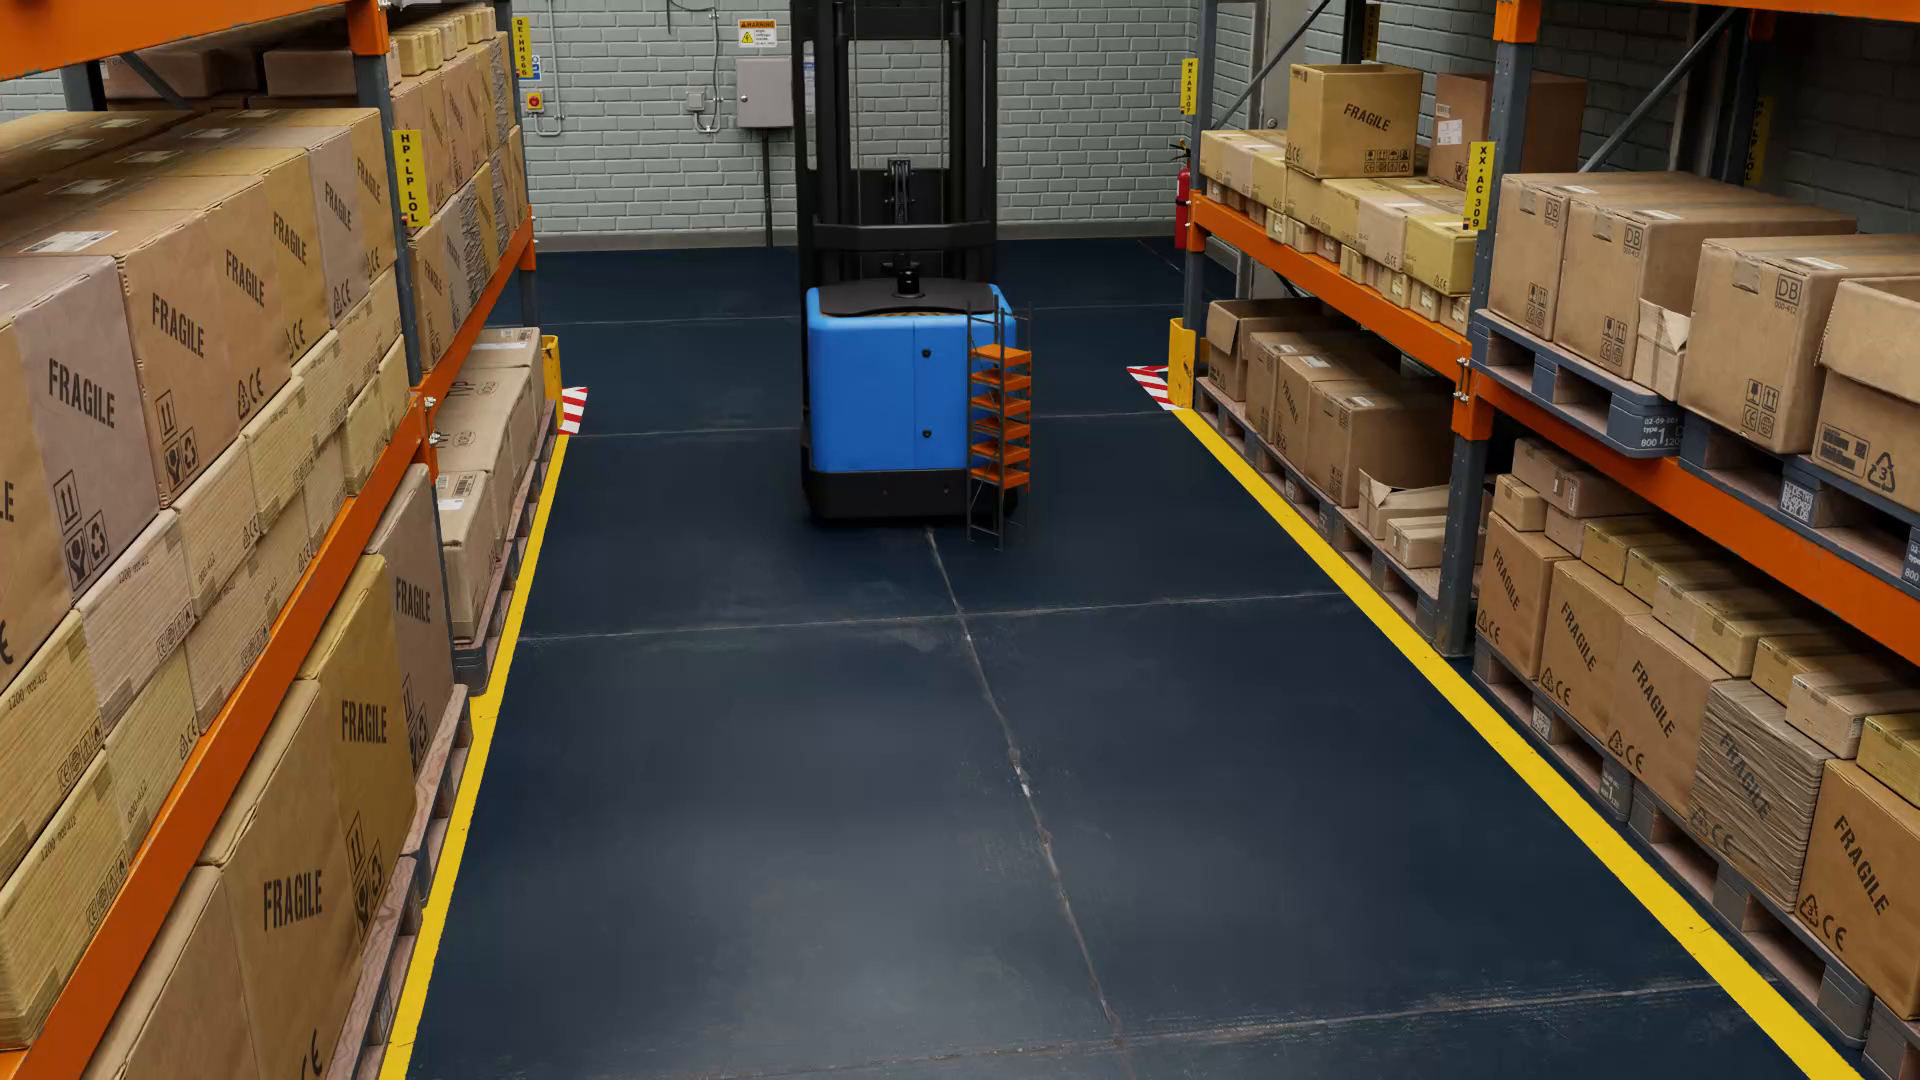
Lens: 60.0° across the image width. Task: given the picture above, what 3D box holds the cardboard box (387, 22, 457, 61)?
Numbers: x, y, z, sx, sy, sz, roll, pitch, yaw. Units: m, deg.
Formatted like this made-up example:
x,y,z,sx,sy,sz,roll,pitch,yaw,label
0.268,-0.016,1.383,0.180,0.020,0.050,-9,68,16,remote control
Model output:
x,y,z,sx,sy,sz,roll,pitch,yaw,label
-2.411,-2.173,7.249,0.380,0.149,0.250,-3,21,-8,cardboard box

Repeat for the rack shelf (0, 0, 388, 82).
x,y,z,sx,sy,sz,roll,pitch,yaw,label
-2.133,-1.079,3.560,1.077,0.370,4.000,-3,21,-8,rack shelf

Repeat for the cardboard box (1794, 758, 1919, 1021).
x,y,z,sx,sy,sz,roll,pitch,yaw,label
2.653,0.914,4.455,0.500,0.500,0.500,-2,21,-5,cardboard box

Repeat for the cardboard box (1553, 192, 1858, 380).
x,y,z,sx,sy,sz,roll,pitch,yaw,label
2.413,-0.841,5.437,0.700,0.500,0.500,-3,21,-7,cardboard box

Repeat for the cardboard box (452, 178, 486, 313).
x,y,z,sx,sy,sz,roll,pitch,yaw,label
-2.364,-1.273,7.195,0.500,0.500,0.500,-3,21,-7,cardboard box

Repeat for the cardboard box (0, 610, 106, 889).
x,y,z,sx,sy,sz,roll,pitch,yaw,label
-1.673,0.330,2.547,0.500,0.250,0.500,-3,21,-8,cardboard box

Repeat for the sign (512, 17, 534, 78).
x,y,z,sx,sy,sz,roll,pitch,yaw,label
-2.459,-2.764,9.337,0.100,0.325,0.005,-3,21,-8,sign

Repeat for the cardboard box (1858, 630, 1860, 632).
x,y,z,sx,sy,sz,roll,pitch,yaw,label
3.057,0.274,5.241,0.380,0.149,0.250,-3,21,-7,cardboard box

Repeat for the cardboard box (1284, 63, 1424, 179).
x,y,z,sx,sy,sz,roll,pitch,yaw,label
1.929,-2.071,8.190,0.500,0.500,0.500,-2,21,-6,cardboard box

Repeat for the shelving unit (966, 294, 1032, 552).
x,y,z,sx,sy,sz,roll,pitch,yaw,label
0.186,-0.556,7.990,0.189,1.200,0.258,-19,28,-41,shelving unit

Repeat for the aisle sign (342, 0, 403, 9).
x,y,z,sx,sy,sz,roll,pitch,yaw,label
-3.295,-3.317,9.094,0.394,0.787,0.004,-3,21,-8,aisle sign

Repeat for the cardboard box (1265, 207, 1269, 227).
x,y,z,sx,sy,sz,roll,pitch,yaw,label
1.864,-1.738,8.940,0.380,0.149,0.250,-3,21,-7,cardboard box

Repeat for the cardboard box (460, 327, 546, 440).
x,y,z,sx,sy,sz,roll,pitch,yaw,label
-2.804,-0.861,9.297,0.875,0.438,0.875,-4,21,-10,cardboard box

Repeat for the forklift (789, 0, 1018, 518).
x,y,z,sx,sy,sz,roll,pitch,yaw,label
-0.370,-1.955,9.260,1.130,2.935,3.031,-2,21,-5,forklift

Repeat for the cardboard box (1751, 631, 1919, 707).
x,y,z,sx,sy,sz,roll,pitch,yaw,label
2.596,0.394,4.920,0.380,0.149,0.250,-3,21,-8,cardboard box

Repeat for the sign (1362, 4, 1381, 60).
x,y,z,sx,sy,sz,roll,pitch,yaw,label
2.465,-3.052,9.993,0.100,0.325,0.005,-3,21,-8,sign

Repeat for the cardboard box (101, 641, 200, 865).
x,y,z,sx,sy,sz,roll,pitch,yaw,label
-1.758,0.393,3.092,0.500,0.250,0.500,-4,21,-9,cardboard box

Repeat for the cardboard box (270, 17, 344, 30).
x,y,z,sx,sy,sz,roll,pitch,yaw,label
-3.048,-2.321,7.644,0.380,0.149,0.250,-3,21,-7,cardboard box

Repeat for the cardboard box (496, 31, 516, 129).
x,y,z,sx,sy,sz,roll,pitch,yaw,label
-2.693,-2.449,8.914,0.500,0.500,0.500,-2,21,-6,cardboard box

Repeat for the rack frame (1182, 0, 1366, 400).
x,y,z,sx,sy,sz,roll,pitch,yaw,label
1.913,-2.340,10.195,1.000,3.000,0.127,-3,21,-8,rack frame

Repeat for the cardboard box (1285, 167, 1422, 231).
x,y,z,sx,sy,sz,roll,pitch,yaw,label
1.956,-1.713,8.304,0.500,0.250,0.500,-3,21,-9,cardboard box

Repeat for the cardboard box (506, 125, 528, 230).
x,y,z,sx,sy,sz,roll,pitch,yaw,label
-2.666,-1.982,9.092,0.500,0.500,0.500,-3,21,-7,cardboard box

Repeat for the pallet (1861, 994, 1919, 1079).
x,y,z,sx,sy,sz,roll,pitch,yaw,label
2.996,1.476,3.964,1.003,0.211,1.213,-3,21,-8,pallet

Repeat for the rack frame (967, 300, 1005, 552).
x,y,z,sx,sy,sz,roll,pitch,yaw,label
0.120,-0.534,7.930,0.006,1.200,0.240,-19,28,-41,rack frame

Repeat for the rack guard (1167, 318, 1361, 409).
x,y,z,sx,sy,sz,roll,pitch,yaw,label
1.924,-1.143,10.561,1.175,0.500,0.348,-3,21,-8,rack guard

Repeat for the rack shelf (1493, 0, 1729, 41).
x,y,z,sx,sy,sz,roll,pitch,yaw,label
2.202,-2.716,7.942,1.077,0.370,4.000,-3,21,-8,rack shelf

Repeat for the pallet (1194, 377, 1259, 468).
x,y,z,sx,sy,sz,roll,pitch,yaw,label
2.040,-0.731,9.873,1.003,0.211,1.213,-3,21,-8,pallet

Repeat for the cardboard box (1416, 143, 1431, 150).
x,y,z,sx,sy,sz,roll,pitch,yaw,label
2.315,-2.085,9.300,0.500,0.250,0.500,-3,21,-8,cardboard box

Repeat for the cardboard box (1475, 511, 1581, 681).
x,y,z,sx,sy,sz,roll,pitch,yaw,label
2.337,0.198,6.372,0.500,0.500,0.500,-2,21,-5,cardboard box

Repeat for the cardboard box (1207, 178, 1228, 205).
x,y,z,sx,sy,sz,roll,pitch,yaw,label
1.689,-2.095,9.897,0.380,0.149,0.250,-3,21,-8,cardboard box

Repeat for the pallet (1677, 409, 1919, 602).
x,y,z,sx,sy,sz,roll,pitch,yaw,label
2.782,-0.153,4.614,1.003,0.211,1.213,-3,21,-8,pallet

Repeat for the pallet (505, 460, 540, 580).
x,y,z,sx,sy,sz,roll,pitch,yaw,label
-2.633,-0.088,8.150,1.003,0.211,1.213,-3,21,-8,pallet

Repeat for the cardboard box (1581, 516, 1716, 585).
x,y,z,sx,sy,sz,roll,pitch,yaw,label
2.443,0.033,5.886,0.380,0.149,0.250,-4,21,-11,cardboard box

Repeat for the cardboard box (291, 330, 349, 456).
x,y,z,sx,sy,sz,roll,pitch,yaw,label
-1.957,-0.375,4.434,0.500,0.250,0.500,-2,21,-6,cardboard box

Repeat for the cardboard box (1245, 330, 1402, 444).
x,y,z,sx,sy,sz,roll,pitch,yaw,label
1.993,-0.851,9.181,0.700,0.500,0.500,-2,21,-6,cardboard box

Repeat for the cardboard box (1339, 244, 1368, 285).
x,y,z,sx,sy,sz,roll,pitch,yaw,label
1.998,-1.292,7.748,0.380,0.149,0.250,-3,21,-9,cardboard box

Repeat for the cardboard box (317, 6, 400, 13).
x,y,z,sx,sy,sz,roll,pitch,yaw,label
-3.112,-2.684,8.615,0.380,0.149,0.250,-2,21,-6,cardboard box

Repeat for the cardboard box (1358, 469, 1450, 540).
x,y,z,sx,sy,sz,roll,pitch,yaw,label
2.068,-0.173,7.699,0.396,0.266,0.258,-2,21,-6,cardboard box

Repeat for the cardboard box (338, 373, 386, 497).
x,y,z,sx,sy,sz,roll,pitch,yaw,label
-2.035,-0.314,4.985,0.500,0.250,0.500,-3,21,-9,cardboard box

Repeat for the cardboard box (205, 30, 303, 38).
x,y,z,sx,sy,sz,roll,pitch,yaw,label
-2.863,-1.968,6.700,0.380,0.149,0.250,-3,21,-8,cardboard box

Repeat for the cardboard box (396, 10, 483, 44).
x,y,z,sx,sy,sz,roll,pitch,yaw,label
-2.572,-2.532,8.210,0.380,0.149,0.250,-2,21,-7,cardboard box

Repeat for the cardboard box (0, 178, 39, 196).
x,y,z,sx,sy,sz,roll,pitch,yaw,label
-2.391,-0.525,3.762,0.500,0.500,0.500,-3,21,-9,cardboard box

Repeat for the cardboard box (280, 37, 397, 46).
x,y,z,sx,sy,sz,roll,pitch,yaw,label
-2.341,-1.819,6.301,0.380,0.149,0.250,-3,21,-8,cardboard box

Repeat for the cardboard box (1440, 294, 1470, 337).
x,y,z,sx,sy,sz,roll,pitch,yaw,label
2.194,-0.935,6.792,0.380,0.149,0.250,-3,21,-7,cardboard box

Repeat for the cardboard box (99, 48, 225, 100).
x,y,z,sx,sy,sz,roll,pitch,yaw,label
-2.781,-1.613,5.749,0.380,0.149,0.250,-3,21,-9,cardboard box

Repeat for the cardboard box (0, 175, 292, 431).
x,y,z,sx,sy,sz,roll,pitch,yaw,label
-1.883,-0.543,3.811,0.500,0.500,0.500,-3,21,-7,cardboard box

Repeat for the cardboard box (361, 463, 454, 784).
x,y,z,sx,sy,sz,roll,pitch,yaw,label
-2.253,0.306,5.547,0.875,0.875,0.875,-2,21,-6,cardboard box

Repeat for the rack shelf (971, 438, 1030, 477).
x,y,z,sx,sy,sz,roll,pitch,yaw,label
0.186,-0.402,8.048,0.180,0.103,0.258,-19,28,-41,rack shelf

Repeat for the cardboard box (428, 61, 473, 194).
x,y,z,sx,sy,sz,roll,pitch,yaw,label
-2.380,-1.749,7.040,0.500,0.500,0.500,-3,21,-7,cardboard box
